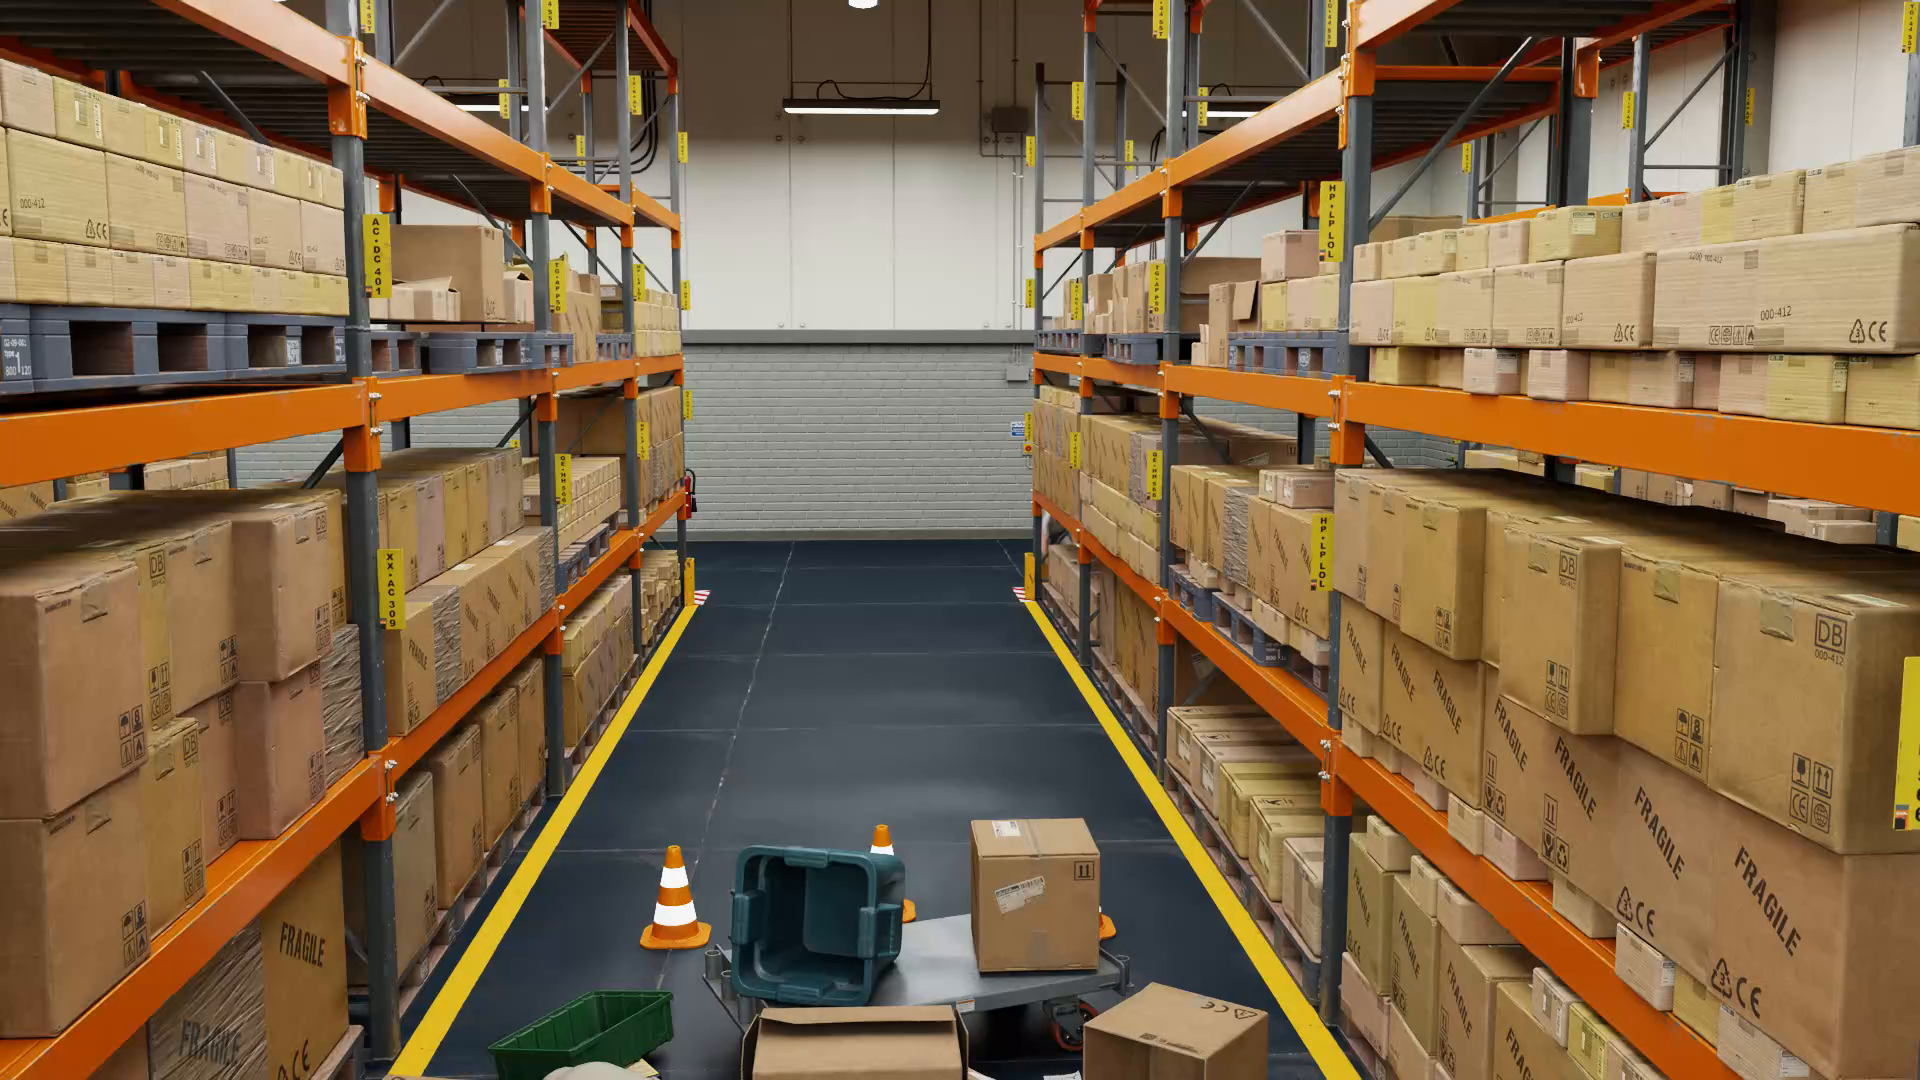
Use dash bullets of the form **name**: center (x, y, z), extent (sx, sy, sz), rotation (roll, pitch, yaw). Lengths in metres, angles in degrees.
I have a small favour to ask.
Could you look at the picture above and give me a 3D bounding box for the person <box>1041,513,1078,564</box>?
- **person**: center (1.200, 0.012, 20.505), extent (0.486, 0.991, 0.785), rotation (0, 7, -4)
